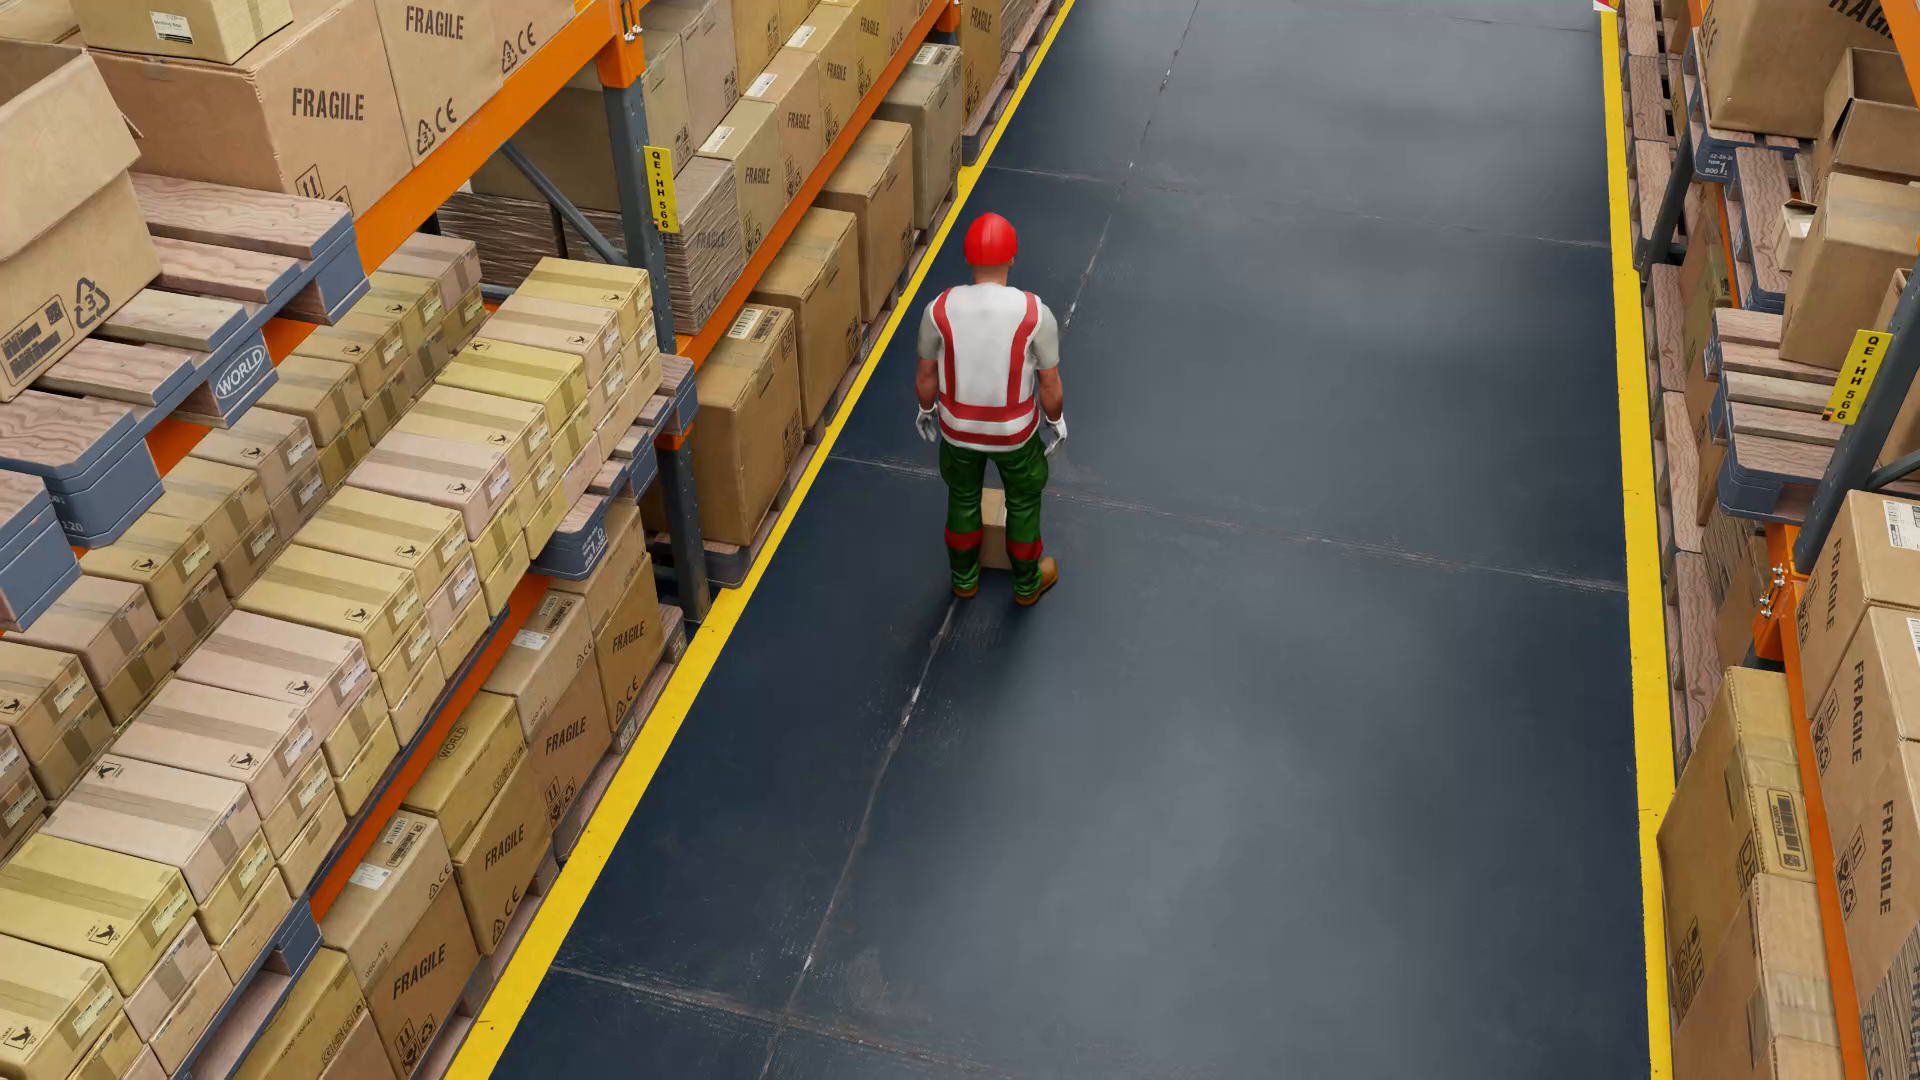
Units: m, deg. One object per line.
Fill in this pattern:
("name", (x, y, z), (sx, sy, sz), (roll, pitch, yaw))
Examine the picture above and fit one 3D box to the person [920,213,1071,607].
("person", (0.143, -0.479, 6.705), (0.611, 1.778, 0.451), (7, 41, 9))
